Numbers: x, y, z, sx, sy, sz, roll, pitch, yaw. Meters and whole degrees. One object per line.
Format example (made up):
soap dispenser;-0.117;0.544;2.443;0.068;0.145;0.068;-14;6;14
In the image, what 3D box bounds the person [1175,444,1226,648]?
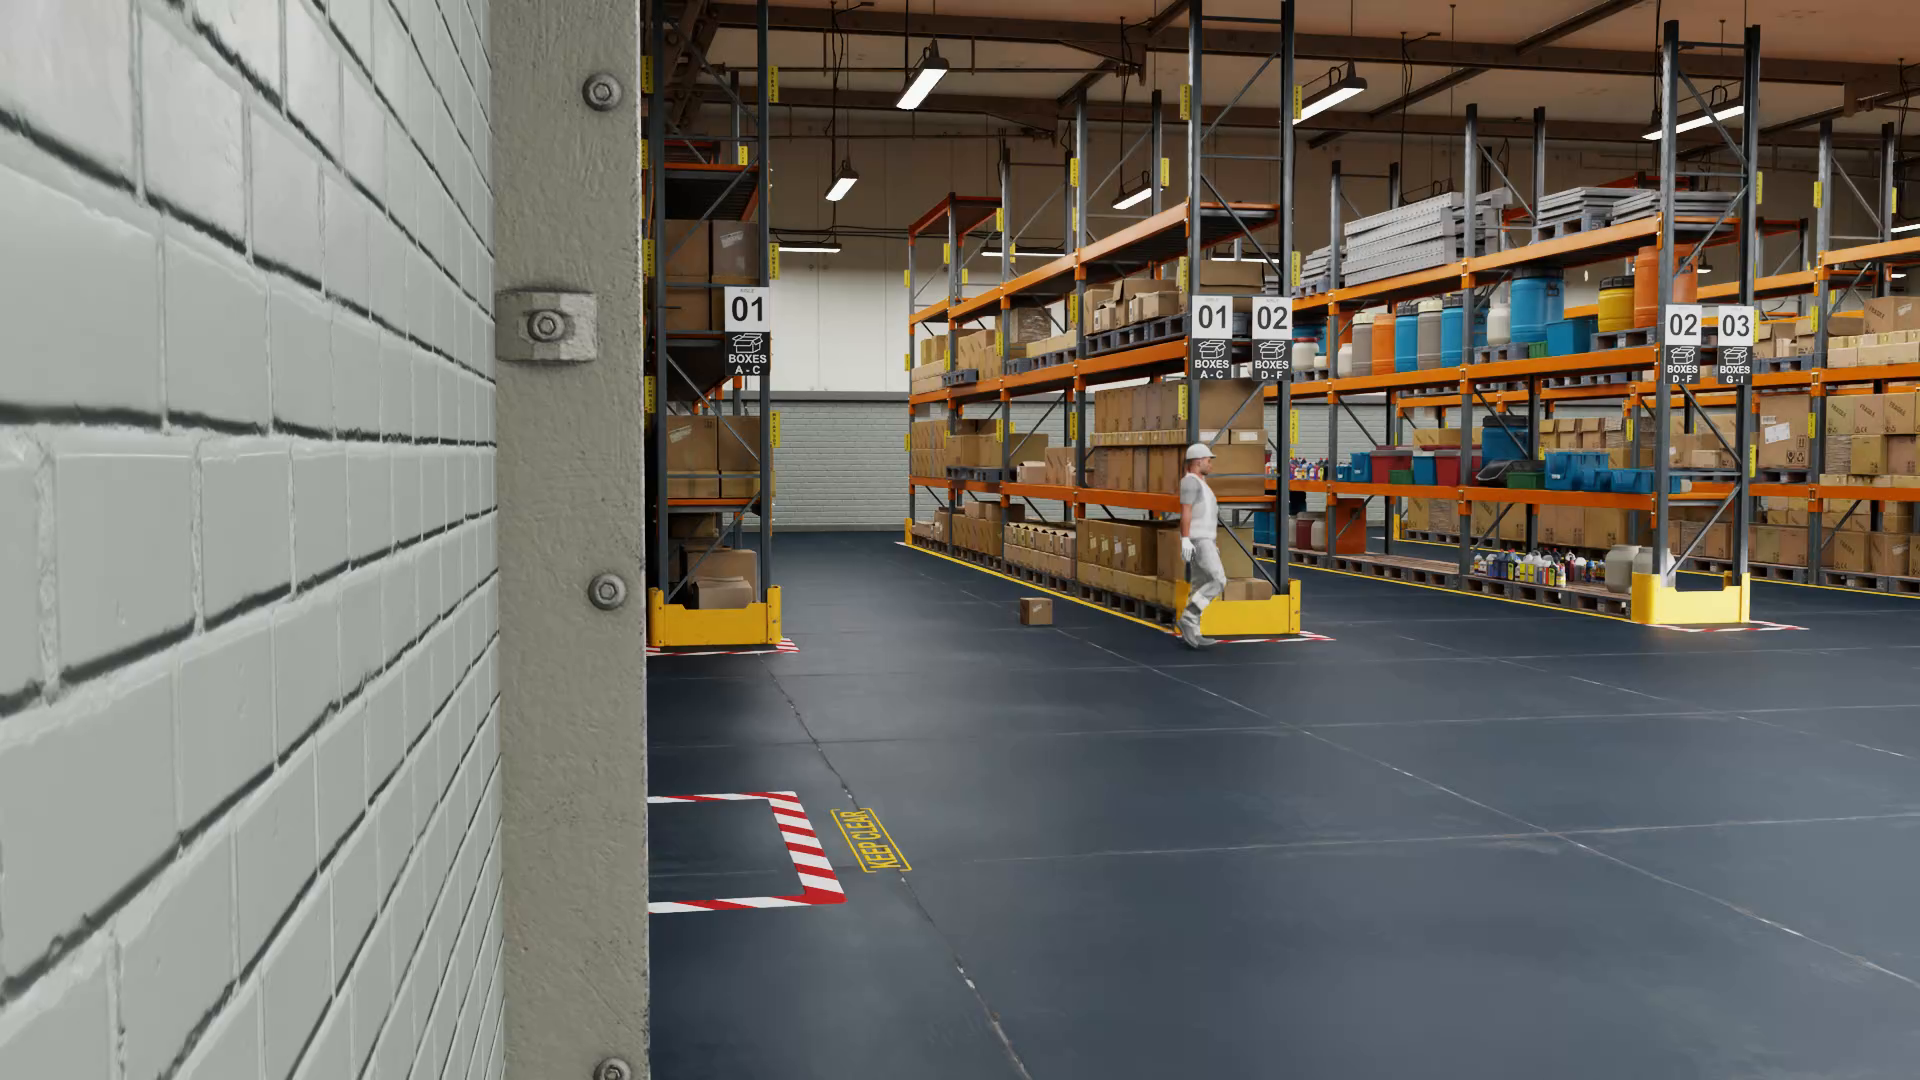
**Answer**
person;2.146;0.042;14.616;0.435;1.775;0.635;1;3;17
